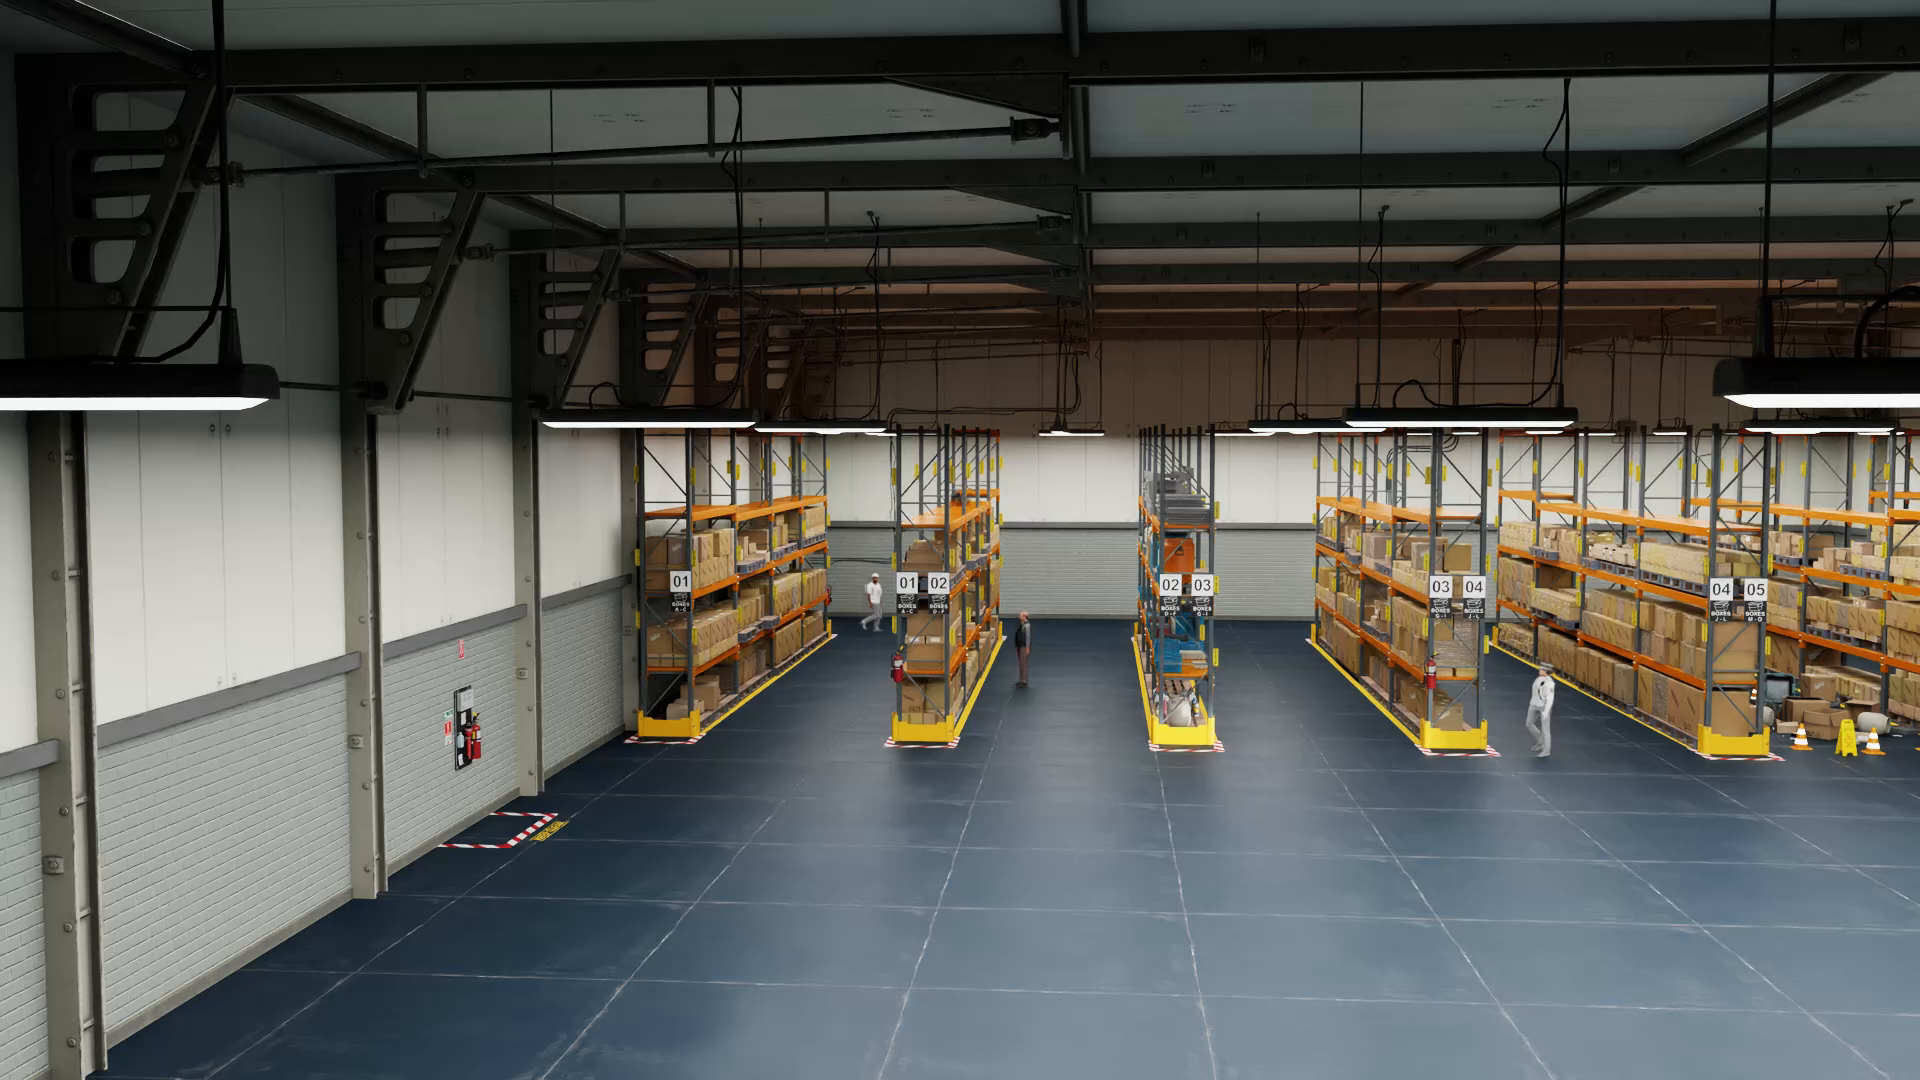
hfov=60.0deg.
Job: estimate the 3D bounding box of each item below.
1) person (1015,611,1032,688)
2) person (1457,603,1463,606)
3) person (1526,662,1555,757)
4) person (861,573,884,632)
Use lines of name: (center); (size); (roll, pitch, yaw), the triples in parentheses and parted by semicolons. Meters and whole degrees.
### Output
person: (1.433, 2.522, 38.483); (0.439, 1.736, 0.649); (-1, 4, -9)
person: (13.623, 2.106, 45.212); (0.489, 1.733, 0.976); (1, 4, 12)
person: (10.531, 3.044, 30.114); (0.441, 1.683, 0.572); (-2, 4, -25)
person: (-2.585, 1.846, 49.196); (0.677, 1.739, 0.586); (0, 3, 6)
